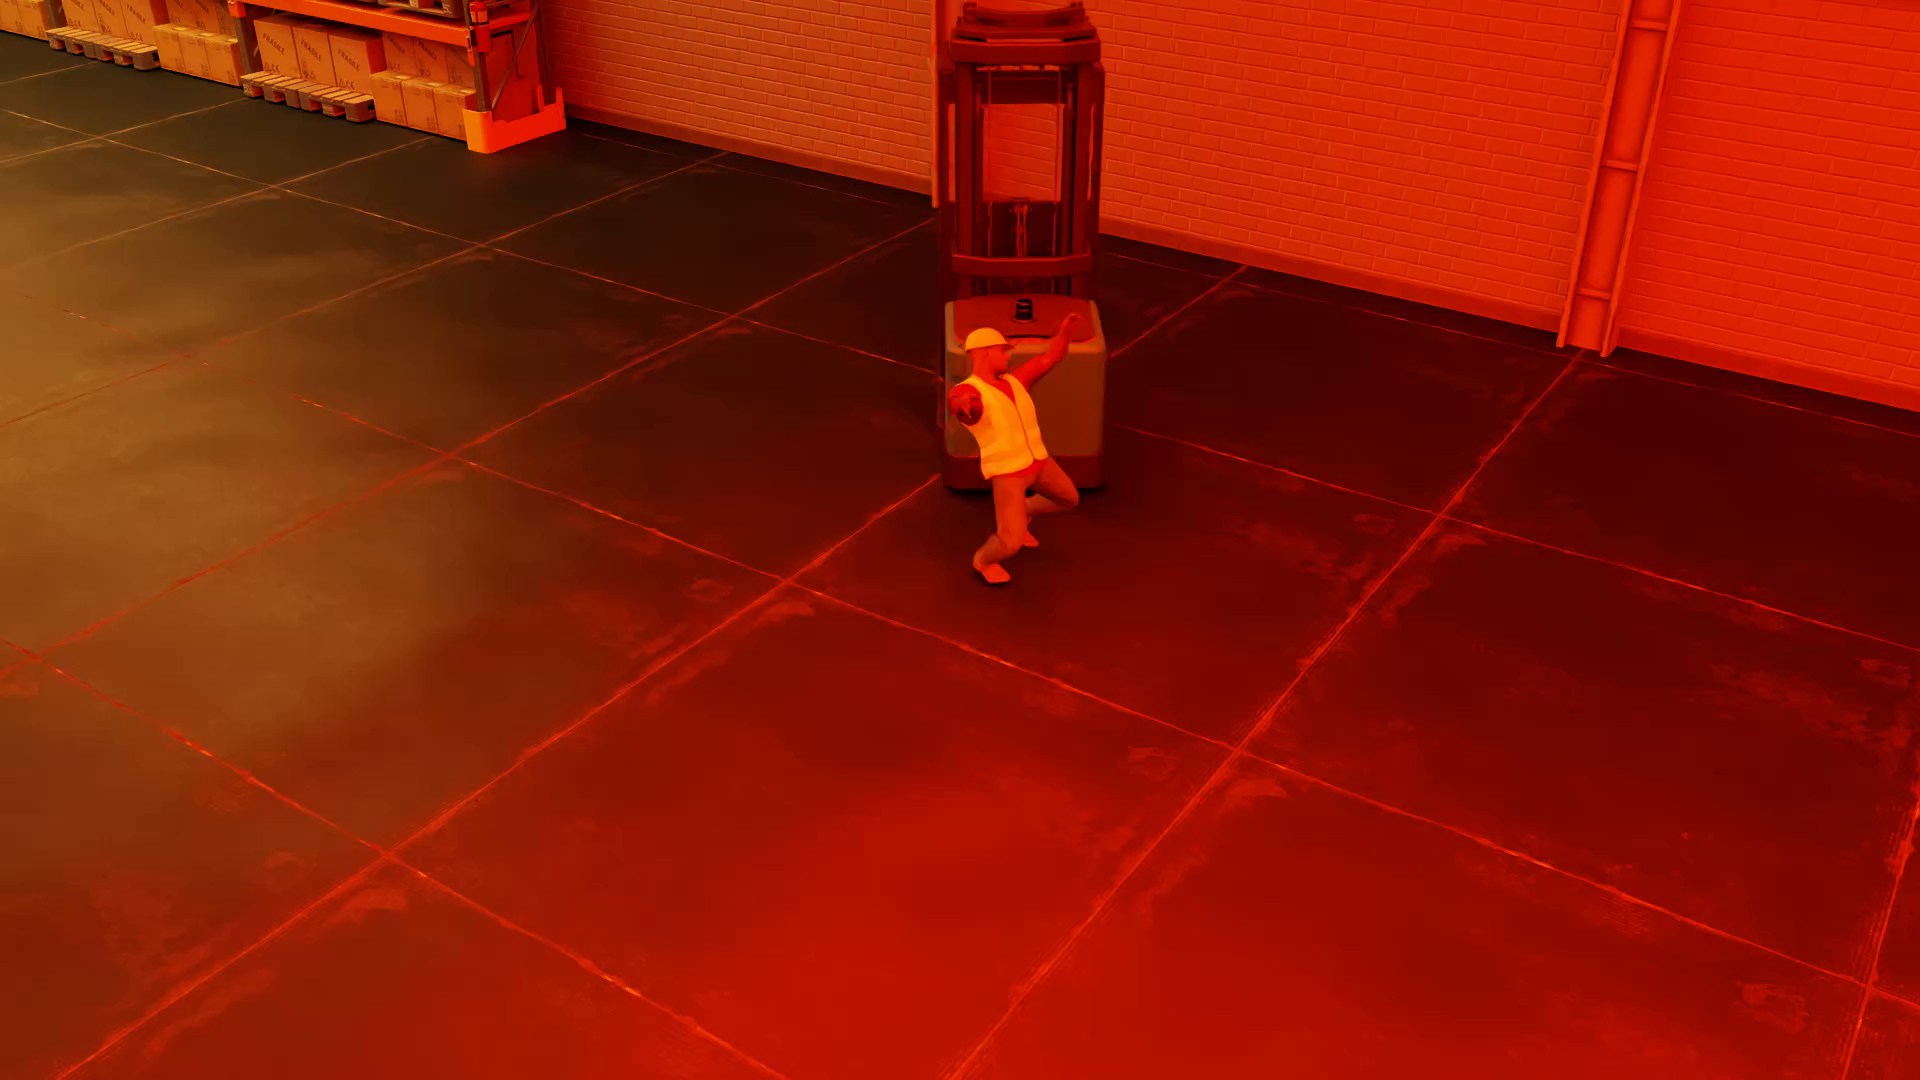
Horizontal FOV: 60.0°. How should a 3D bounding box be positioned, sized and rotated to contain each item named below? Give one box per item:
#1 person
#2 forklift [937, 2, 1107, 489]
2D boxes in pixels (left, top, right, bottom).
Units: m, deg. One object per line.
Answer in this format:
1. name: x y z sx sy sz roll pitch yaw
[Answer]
1. person: 0.184 -0.503 9.720 0.707 1.628 1.085 22 37 33
2. forklift: 0.396 -2.302 11.546 1.130 2.935 3.031 -1 30 -1
